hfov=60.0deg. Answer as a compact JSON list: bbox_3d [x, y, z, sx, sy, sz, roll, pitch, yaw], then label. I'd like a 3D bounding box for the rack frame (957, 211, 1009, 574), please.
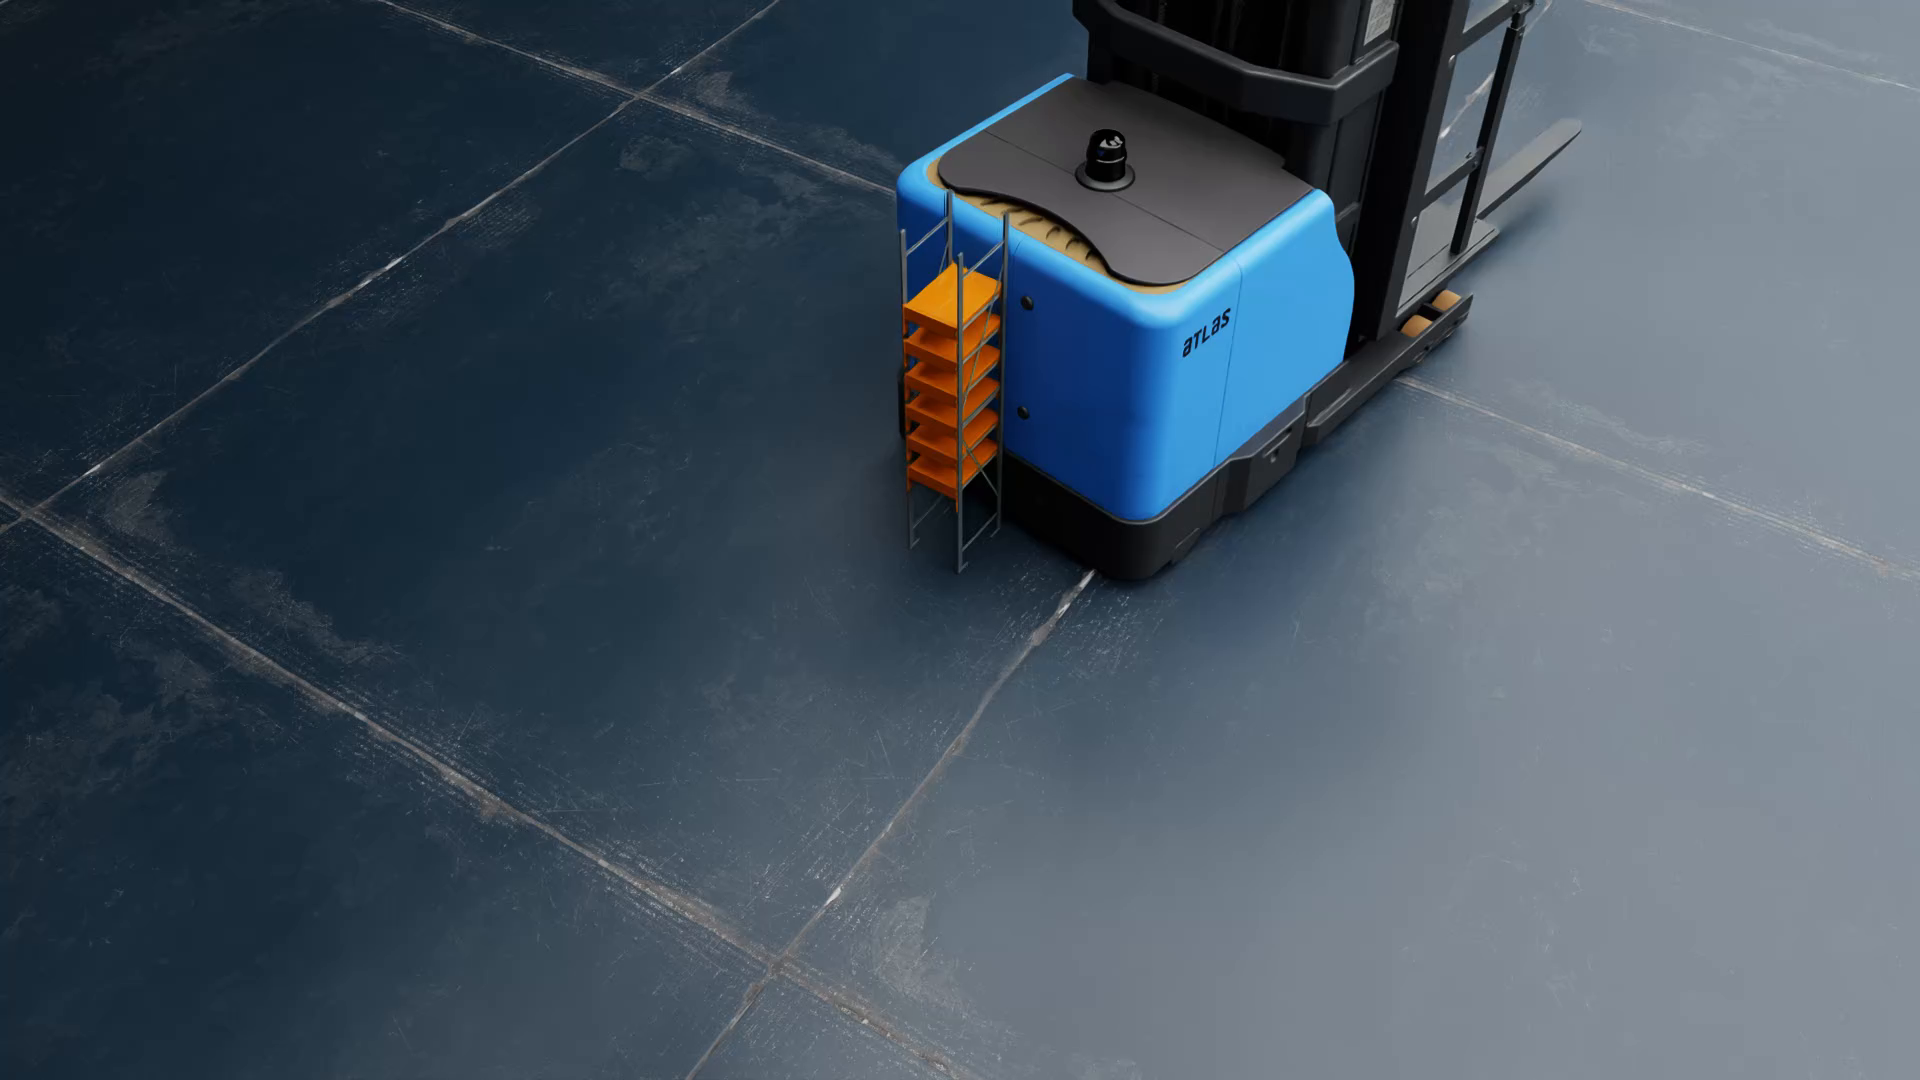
[{"bbox_3d":[0.061,-0.385,4.788,0.006,1.200,0.240,26,51,23],"label":"rack frame"}]

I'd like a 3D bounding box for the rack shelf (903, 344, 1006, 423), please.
[{"bbox_3d":[-0.015,-0.475,4.769,0.180,0.103,0.258,26,51,23],"label":"rack shelf"}]

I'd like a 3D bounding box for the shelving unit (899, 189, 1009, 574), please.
[{"bbox_3d":[-0.015,-0.422,4.823,0.189,1.200,0.258,26,51,23],"label":"shelving unit"}]

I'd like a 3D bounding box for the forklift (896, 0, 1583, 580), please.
[{"bbox_3d":[1.171,-1.869,5.023,1.130,2.935,3.031,34,55,28],"label":"forklift"}]

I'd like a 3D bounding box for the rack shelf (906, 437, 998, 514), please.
[{"bbox_3d":[-0.015,-0.224,5.027,0.180,0.103,0.258,26,51,23],"label":"rack shelf"}]

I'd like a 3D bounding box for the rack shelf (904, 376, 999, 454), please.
[{"bbox_3d":[-0.015,-0.391,4.855,0.180,0.103,0.258,26,51,23],"label":"rack shelf"}]

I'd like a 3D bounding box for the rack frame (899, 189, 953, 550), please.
[{"bbox_3d":[-0.091,-0.459,4.859,0.006,1.200,0.240,26,51,23],"label":"rack frame"}]

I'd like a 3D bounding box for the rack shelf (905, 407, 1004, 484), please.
[{"bbox_3d":[-0.015,-0.307,4.941,0.180,0.103,0.258,26,51,23],"label":"rack shelf"}]

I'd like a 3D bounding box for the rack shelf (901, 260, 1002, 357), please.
[{"bbox_3d":[-0.014,-0.642,4.597,0.180,0.103,0.258,26,51,23],"label":"rack shelf"}]

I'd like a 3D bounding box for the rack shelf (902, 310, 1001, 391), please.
[{"bbox_3d":[-0.015,-0.558,4.683,0.180,0.103,0.258,26,51,23],"label":"rack shelf"}]
